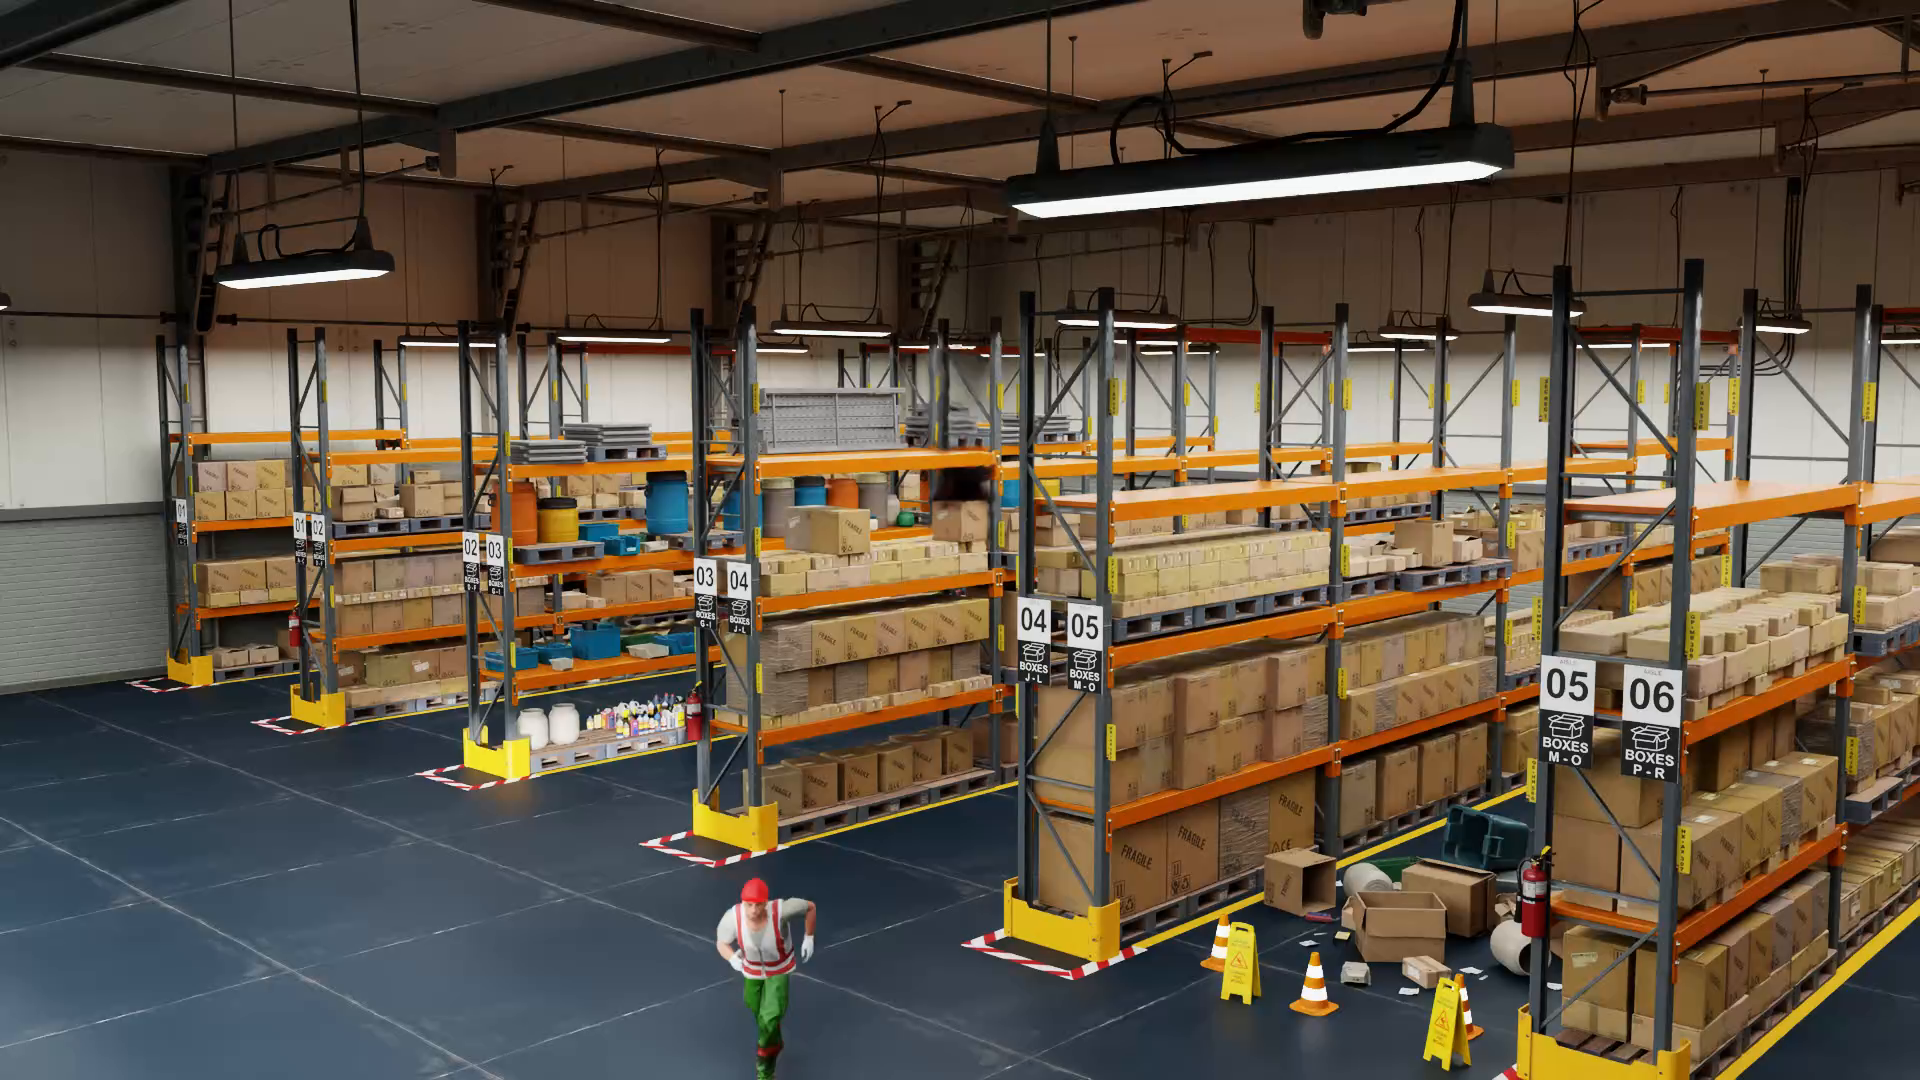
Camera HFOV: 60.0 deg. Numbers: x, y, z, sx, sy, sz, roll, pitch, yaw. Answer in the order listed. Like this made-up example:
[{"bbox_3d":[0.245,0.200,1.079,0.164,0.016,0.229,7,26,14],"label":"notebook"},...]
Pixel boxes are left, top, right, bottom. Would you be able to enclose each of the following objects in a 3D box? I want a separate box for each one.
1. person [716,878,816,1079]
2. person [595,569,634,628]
[{"bbox_3d":[-1.398,3.218,12.169,0.707,1.717,1.022,0,5,5],"label":"person"},{"bbox_3d":[-6.688,1.325,32.356,0.704,1.720,1.030,4,7,38],"label":"person"}]
